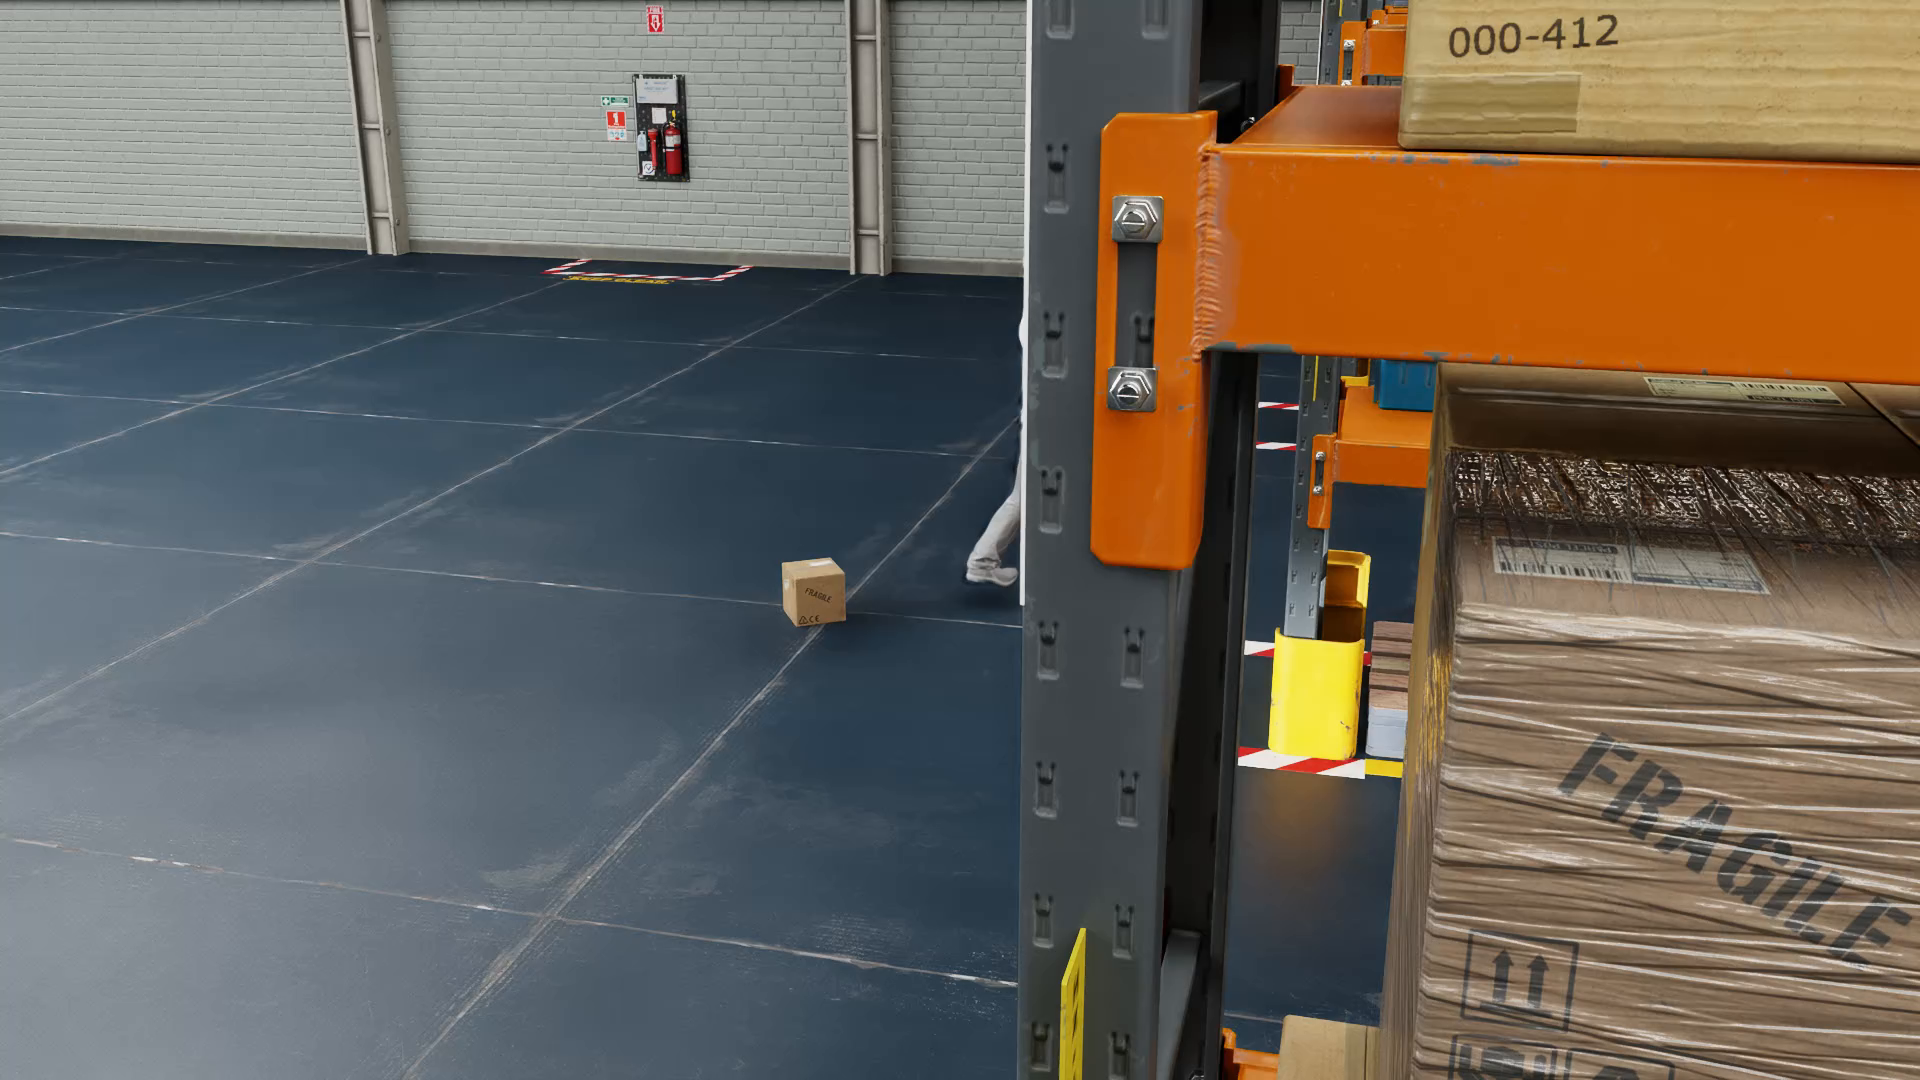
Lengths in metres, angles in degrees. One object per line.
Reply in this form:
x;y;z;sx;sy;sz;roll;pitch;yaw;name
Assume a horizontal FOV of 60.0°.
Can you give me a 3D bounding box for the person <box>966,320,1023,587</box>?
0.527;-0.587;8.333;1.067;1.723;0.562;-13;22;-34;person
